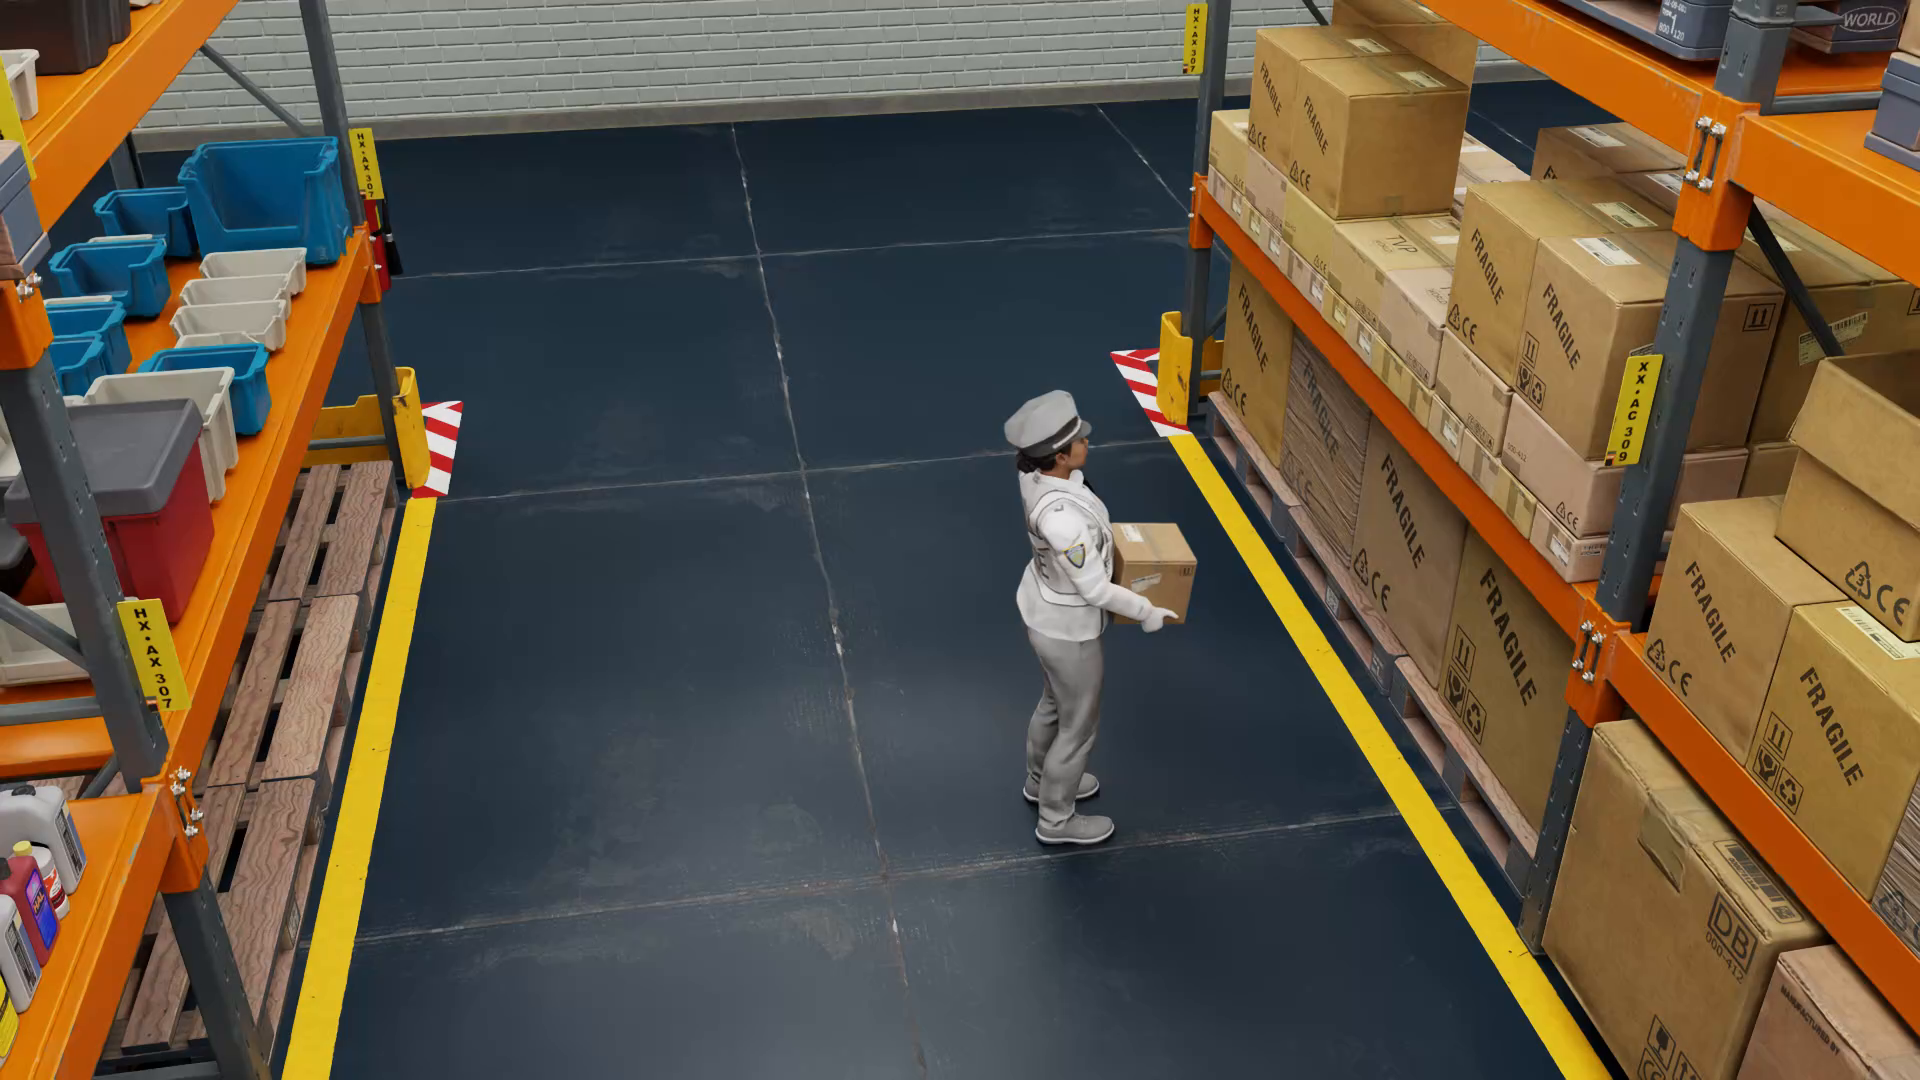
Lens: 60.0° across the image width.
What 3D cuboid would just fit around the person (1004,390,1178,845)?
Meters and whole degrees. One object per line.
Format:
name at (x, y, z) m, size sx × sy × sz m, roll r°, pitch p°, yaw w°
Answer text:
person at (0.426, 0.269, 5.656) m, size 0.564 × 1.686 × 0.460 m, roll -5°, pitch 31°, yaw -9°
